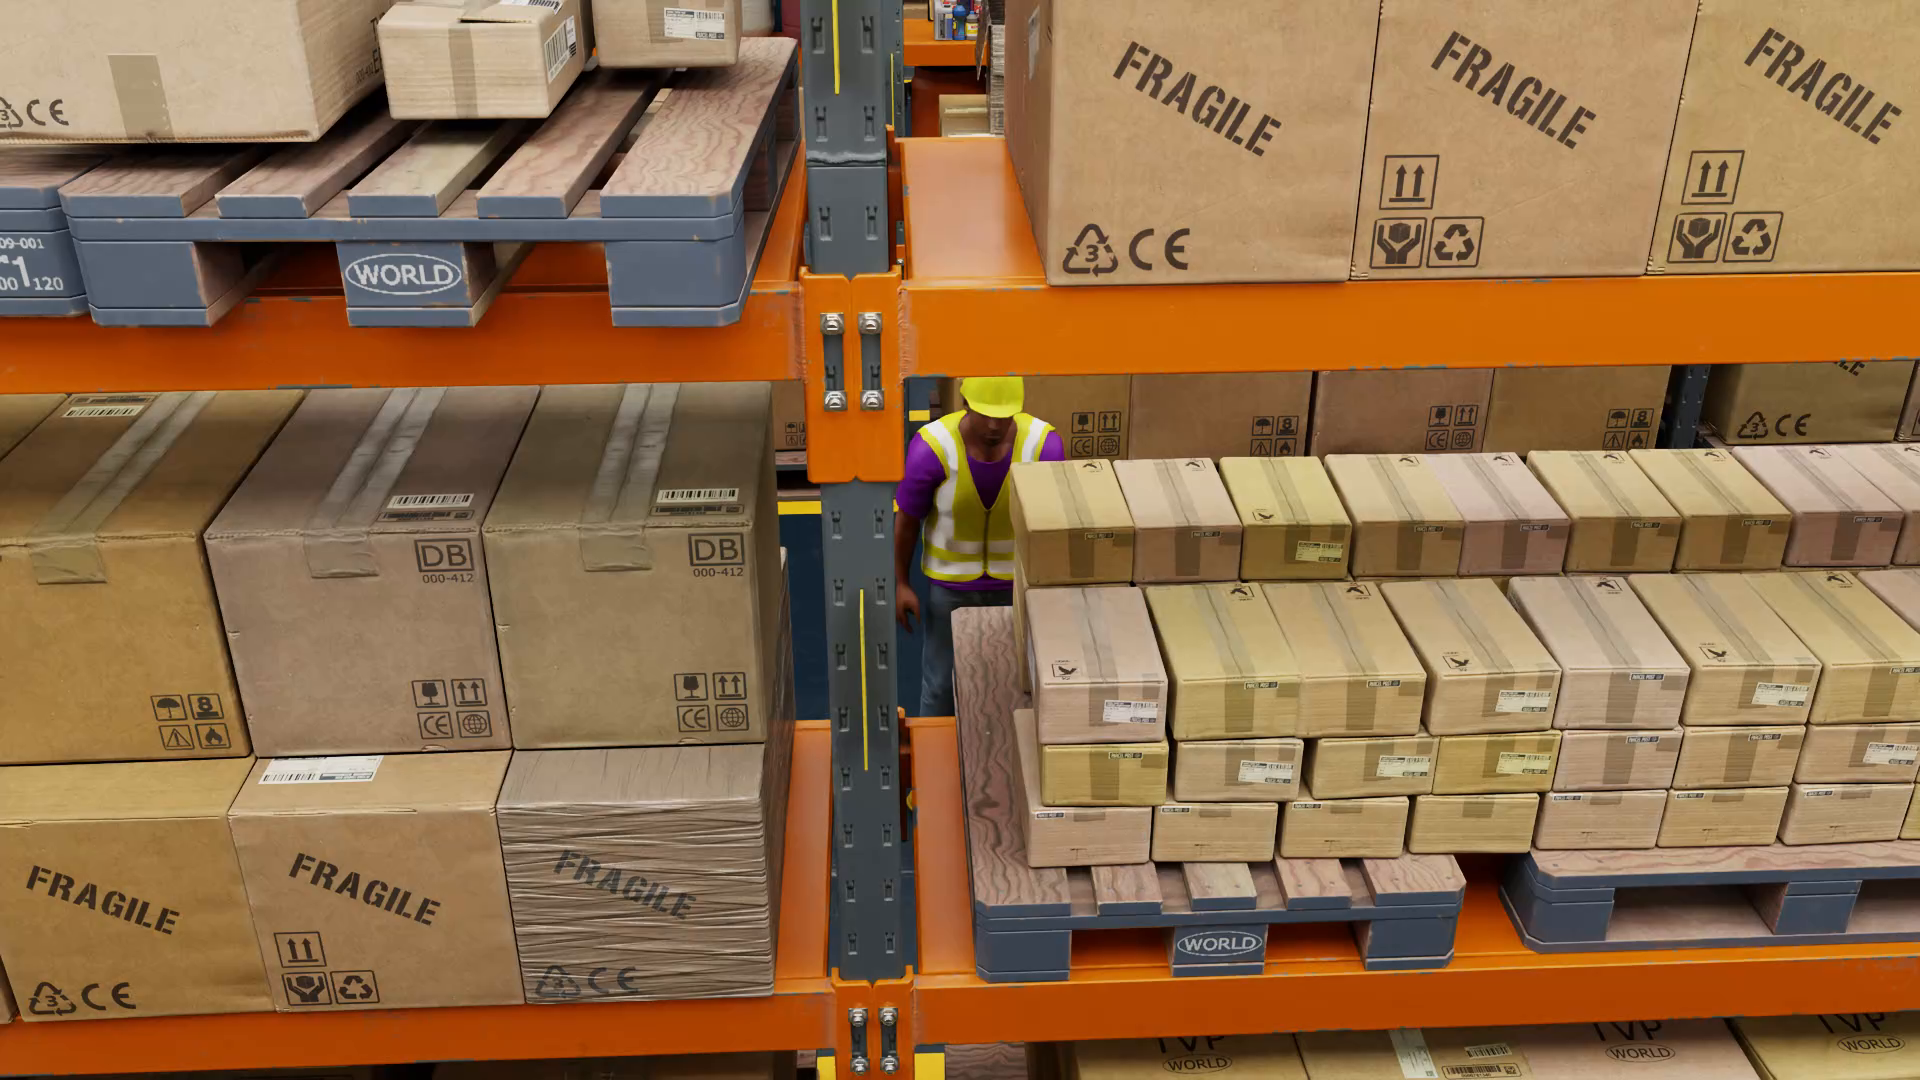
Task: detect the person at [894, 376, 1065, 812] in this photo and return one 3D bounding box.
[{"bbox_3d":[0.081,0.155,5.801,0.634,1.760,0.463,-2,27,-3],"label":"person"}]
